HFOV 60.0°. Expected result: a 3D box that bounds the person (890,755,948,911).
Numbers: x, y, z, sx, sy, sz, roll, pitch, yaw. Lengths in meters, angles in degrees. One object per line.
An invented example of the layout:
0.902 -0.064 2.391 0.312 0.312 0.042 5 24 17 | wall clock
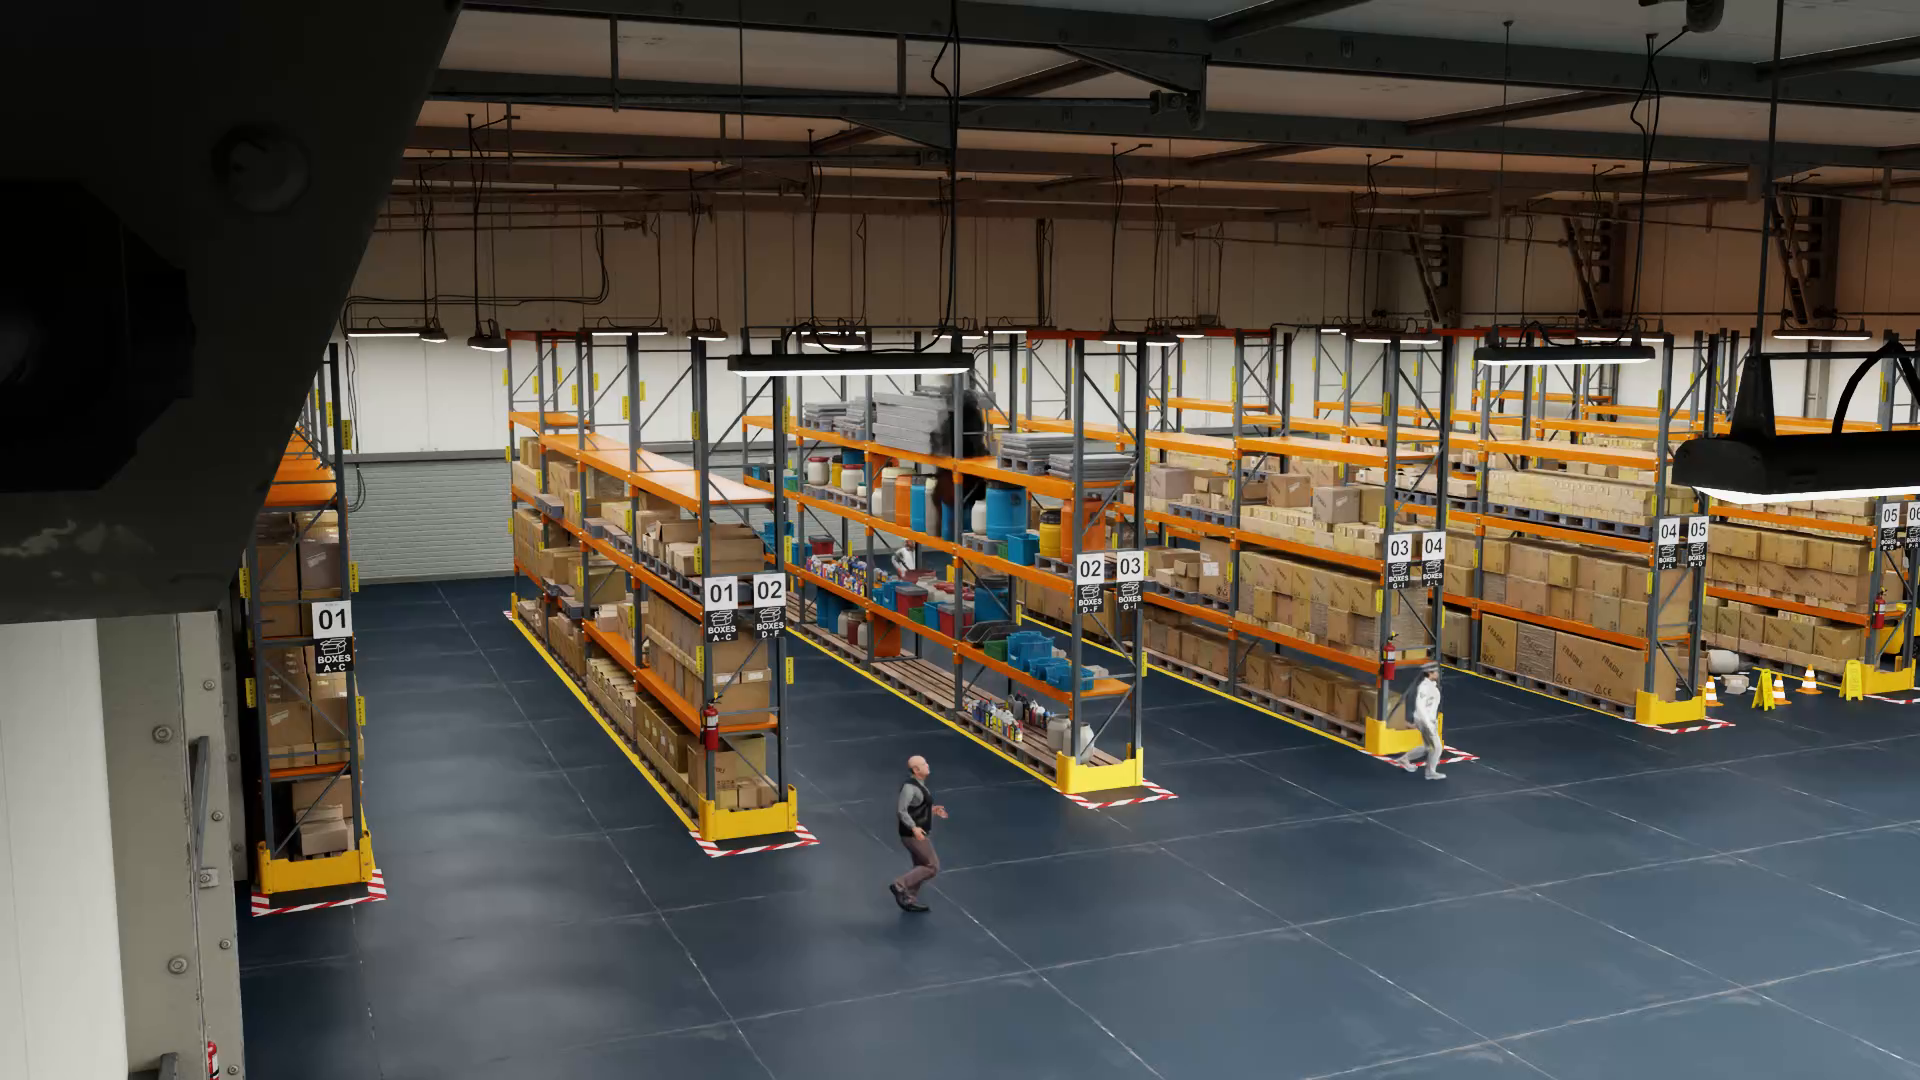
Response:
-0.438 3.111 17.660 0.607 1.693 0.651 0 8 1 | person

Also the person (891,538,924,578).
-1.042 0.771 34.554 0.635 1.818 0.756 -6 10 -35 | person

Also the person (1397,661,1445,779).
6.331 2.455 22.760 0.712 1.615 0.644 4 9 29 | person
